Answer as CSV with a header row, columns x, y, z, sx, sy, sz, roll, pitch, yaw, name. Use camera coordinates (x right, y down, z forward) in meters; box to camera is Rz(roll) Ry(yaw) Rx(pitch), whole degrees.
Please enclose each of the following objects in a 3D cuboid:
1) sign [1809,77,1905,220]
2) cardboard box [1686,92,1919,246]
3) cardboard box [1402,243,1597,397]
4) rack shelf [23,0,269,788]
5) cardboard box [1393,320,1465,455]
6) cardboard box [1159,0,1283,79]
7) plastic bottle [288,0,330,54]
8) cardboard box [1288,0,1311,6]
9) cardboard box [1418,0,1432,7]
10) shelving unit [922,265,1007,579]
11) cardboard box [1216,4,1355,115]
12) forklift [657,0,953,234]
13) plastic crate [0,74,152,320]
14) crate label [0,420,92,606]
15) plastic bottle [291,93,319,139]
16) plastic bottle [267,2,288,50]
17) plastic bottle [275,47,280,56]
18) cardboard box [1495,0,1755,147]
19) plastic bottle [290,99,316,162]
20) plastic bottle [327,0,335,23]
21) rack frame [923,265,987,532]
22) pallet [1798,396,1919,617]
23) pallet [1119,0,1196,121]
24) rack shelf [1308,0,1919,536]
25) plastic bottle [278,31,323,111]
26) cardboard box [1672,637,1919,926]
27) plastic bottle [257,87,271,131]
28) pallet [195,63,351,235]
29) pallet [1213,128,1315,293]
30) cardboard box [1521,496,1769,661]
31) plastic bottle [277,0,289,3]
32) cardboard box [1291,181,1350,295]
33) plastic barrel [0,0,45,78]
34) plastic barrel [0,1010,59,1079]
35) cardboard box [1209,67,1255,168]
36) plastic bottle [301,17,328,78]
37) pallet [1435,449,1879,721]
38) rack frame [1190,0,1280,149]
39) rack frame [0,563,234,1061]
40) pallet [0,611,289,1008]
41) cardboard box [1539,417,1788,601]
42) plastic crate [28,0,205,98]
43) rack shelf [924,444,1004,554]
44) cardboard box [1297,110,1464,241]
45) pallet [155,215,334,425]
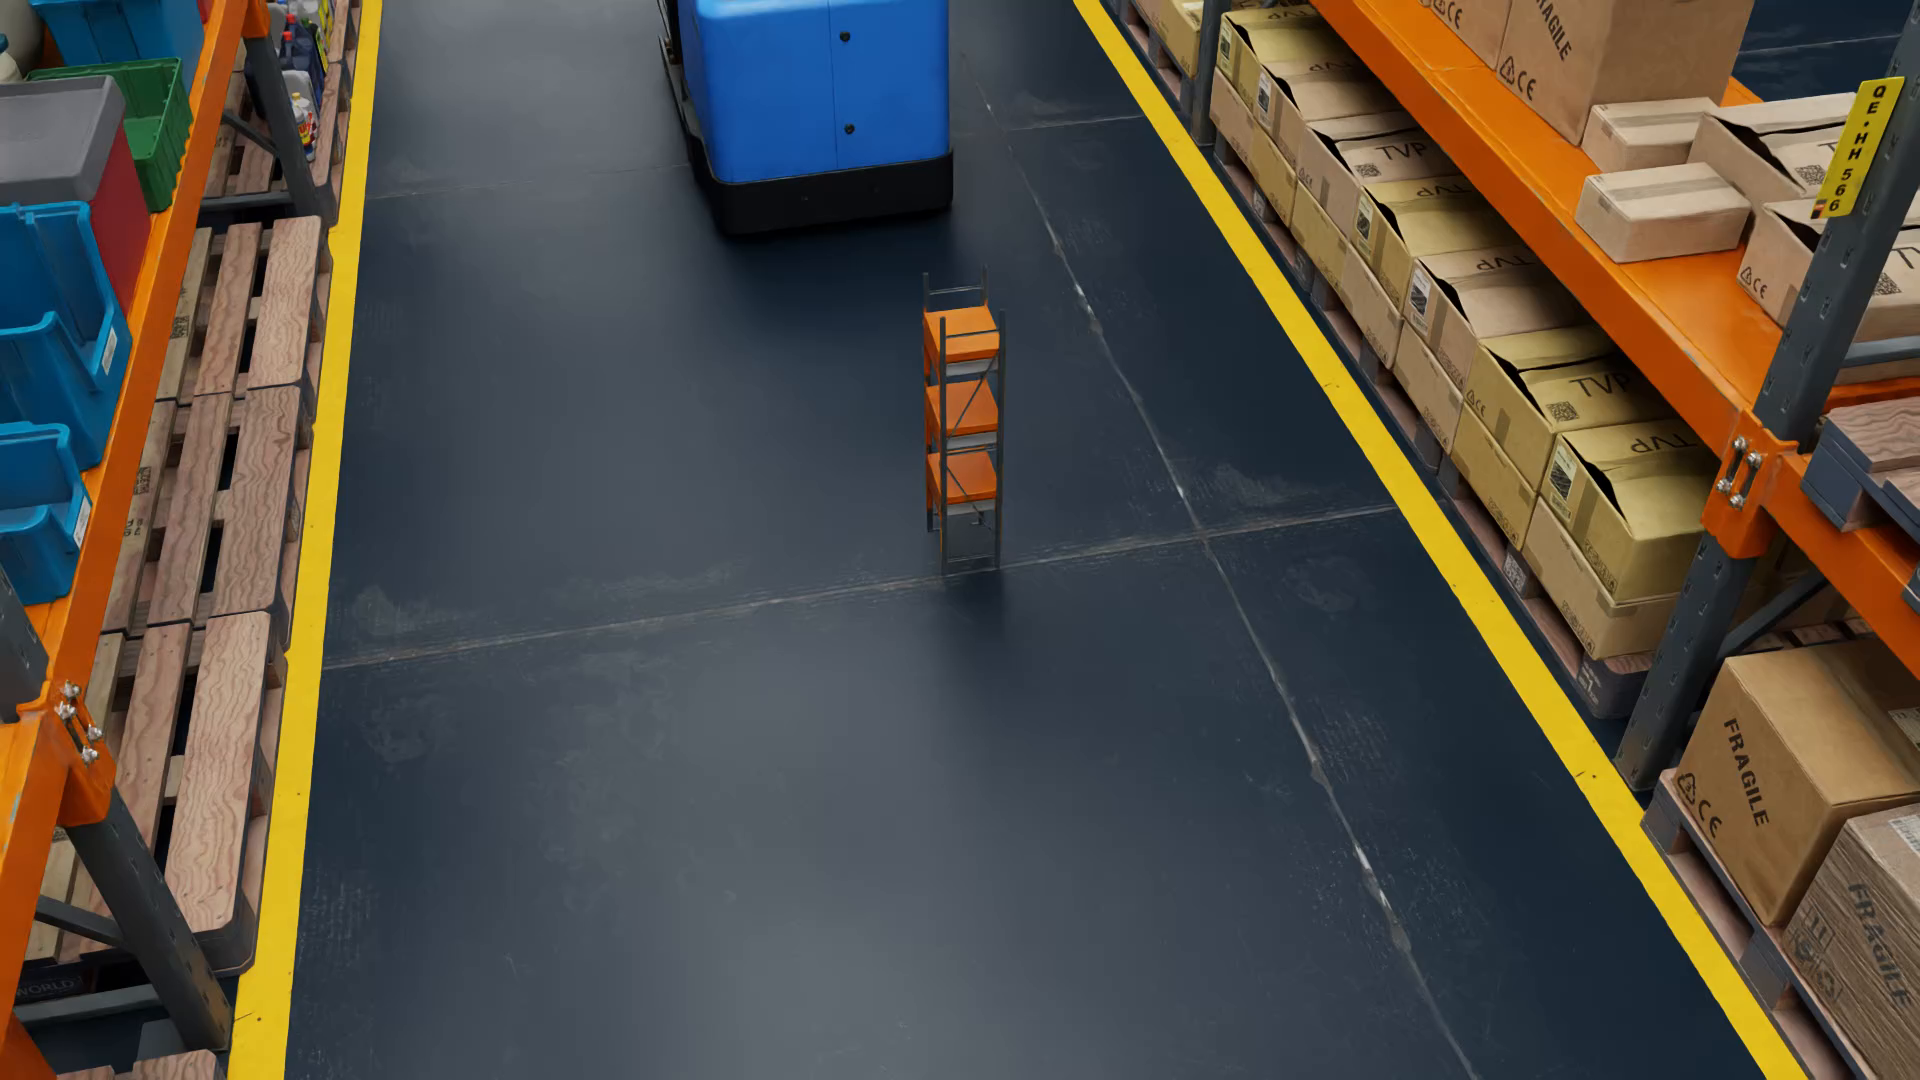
x,y,z,sx,sy,sz,roll,pitch,yaw,name
1.917,-0.835,3.558,0.100,0.325,0.005,-8,42,-9,sign
2.454,-1.057,4.749,0.500,0.311,0.500,-9,42,-10,cardboard box
1.880,-0.790,5.712,0.500,0.311,0.500,-9,42,-10,cardboard box
-2.811,-0.803,4.937,1.077,0.370,4.000,-8,42,-9,rack shelf
1.886,-0.578,5.897,0.500,0.250,0.500,-7,42,-8,cardboard box
1.282,-2.474,8.033,0.500,0.250,0.500,-8,42,-9,cardboard box
-3.144,-2.523,7.997,0.144,0.351,0.185,-9,42,-10,plastic bottle
1.801,-2.831,7.869,0.500,0.500,0.500,-8,42,-9,cardboard box
1.859,-2.272,5.974,0.500,0.500,0.500,-6,42,-6,cardboard box
0.012,-0.358,5.362,0.215,1.050,0.252,-8,42,-9,shelving unit
1.441,-2.111,7.201,0.500,0.311,0.500,-8,42,-9,cardboard box
-0.893,-3.395,7.367,1.130,2.935,3.031,-10,43,-11,forklift
-2.429,-0.891,4.446,0.402,0.464,0.583,-8,42,-9,plastic crate
-2.104,-0.040,3.662,0.303,0.233,0.416,-8,42,-9,crate label
-2.927,-1.888,7.394,0.097,0.201,0.097,0,42,0,plastic bottle
-3.283,-2.458,7.980,0.152,0.276,0.135,-8,42,-9,plastic bottle
-3.161,-2.172,7.661,0.097,0.271,0.097,0,42,0,plastic bottle
2.080,-1.606,5.224,0.500,0.500,0.500,-10,43,-12,cardboard box
-2.883,-1.782,7.222,0.097,0.271,0.097,0,42,0,plastic bottle
-3.224,-2.723,8.278,0.152,0.276,0.135,-9,42,-10,plastic bottle
-0.015,-0.437,5.451,0.200,1.050,0.008,-8,42,-9,rack frame
2.673,0.018,3.615,1.213,0.211,1.003,-8,42,-9,pallet
1.464,-2.555,8.469,1.003,0.211,1.213,-8,42,-9,pallet
2.027,-1.511,5.734,1.077,0.370,4.000,-8,42,-9,rack shelf
-3.011,-2.125,7.549,0.144,0.351,0.185,-7,42,-8,plastic bottle
2.278,0.623,4.340,0.500,0.500,0.500,-7,42,-7,cardboard box
-3.083,-1.977,7.432,0.061,0.283,0.133,-8,42,-9,plastic bottle
-3.347,-1.767,7.582,1.003,0.211,1.213,-8,42,-9,pallet
1.792,-1.561,7.350,1.003,0.211,1.213,-8,42,-9,pallet
2.107,0.082,5.153,0.500,0.250,0.500,-7,42,-8,cardboard box
-3.341,-2.665,8.269,0.097,0.201,0.097,0,42,0,plastic bottle
1.664,-1.241,6.643,0.500,0.250,0.500,-10,42,-11,cardboard box
-3.250,-1.768,5.380,0.433,0.535,0.433,0,42,0,plastic barrel
-2.257,1.193,3.465,0.600,0.830,0.708,-8,42,-9,plastic barrel
1.440,-1.908,7.395,0.500,0.250,0.500,-9,42,-10,cardboard box
-3.047,-2.335,7.836,0.061,0.283,0.133,-7,42,-7,plastic bottle
2.319,0.020,5.568,1.003,0.211,1.213,-8,42,-9,pallet
1.595,-3.076,6.956,1.000,3.000,0.127,-8,42,-9,rack frame
-2.379,0.224,3.238,1.000,3.000,0.127,-8,42,-9,rack frame
-2.508,0.759,4.736,1.003,0.211,1.213,-8,42,-9,pallet
2.105,-0.126,4.965,0.500,0.311,0.500,-7,42,-8,cardboard box
-2.701,-1.692,5.409,0.392,0.384,0.575,-8,42,-9,plastic crate
0.012,-0.142,5.554,0.215,0.259,0.240,-8,42,-9,rack shelf
1.657,-1.450,6.457,0.500,0.311,0.500,-10,43,-11,cardboard box
-3.035,-0.822,6.517,1.003,0.211,1.213,-8,42,-9,pallet
